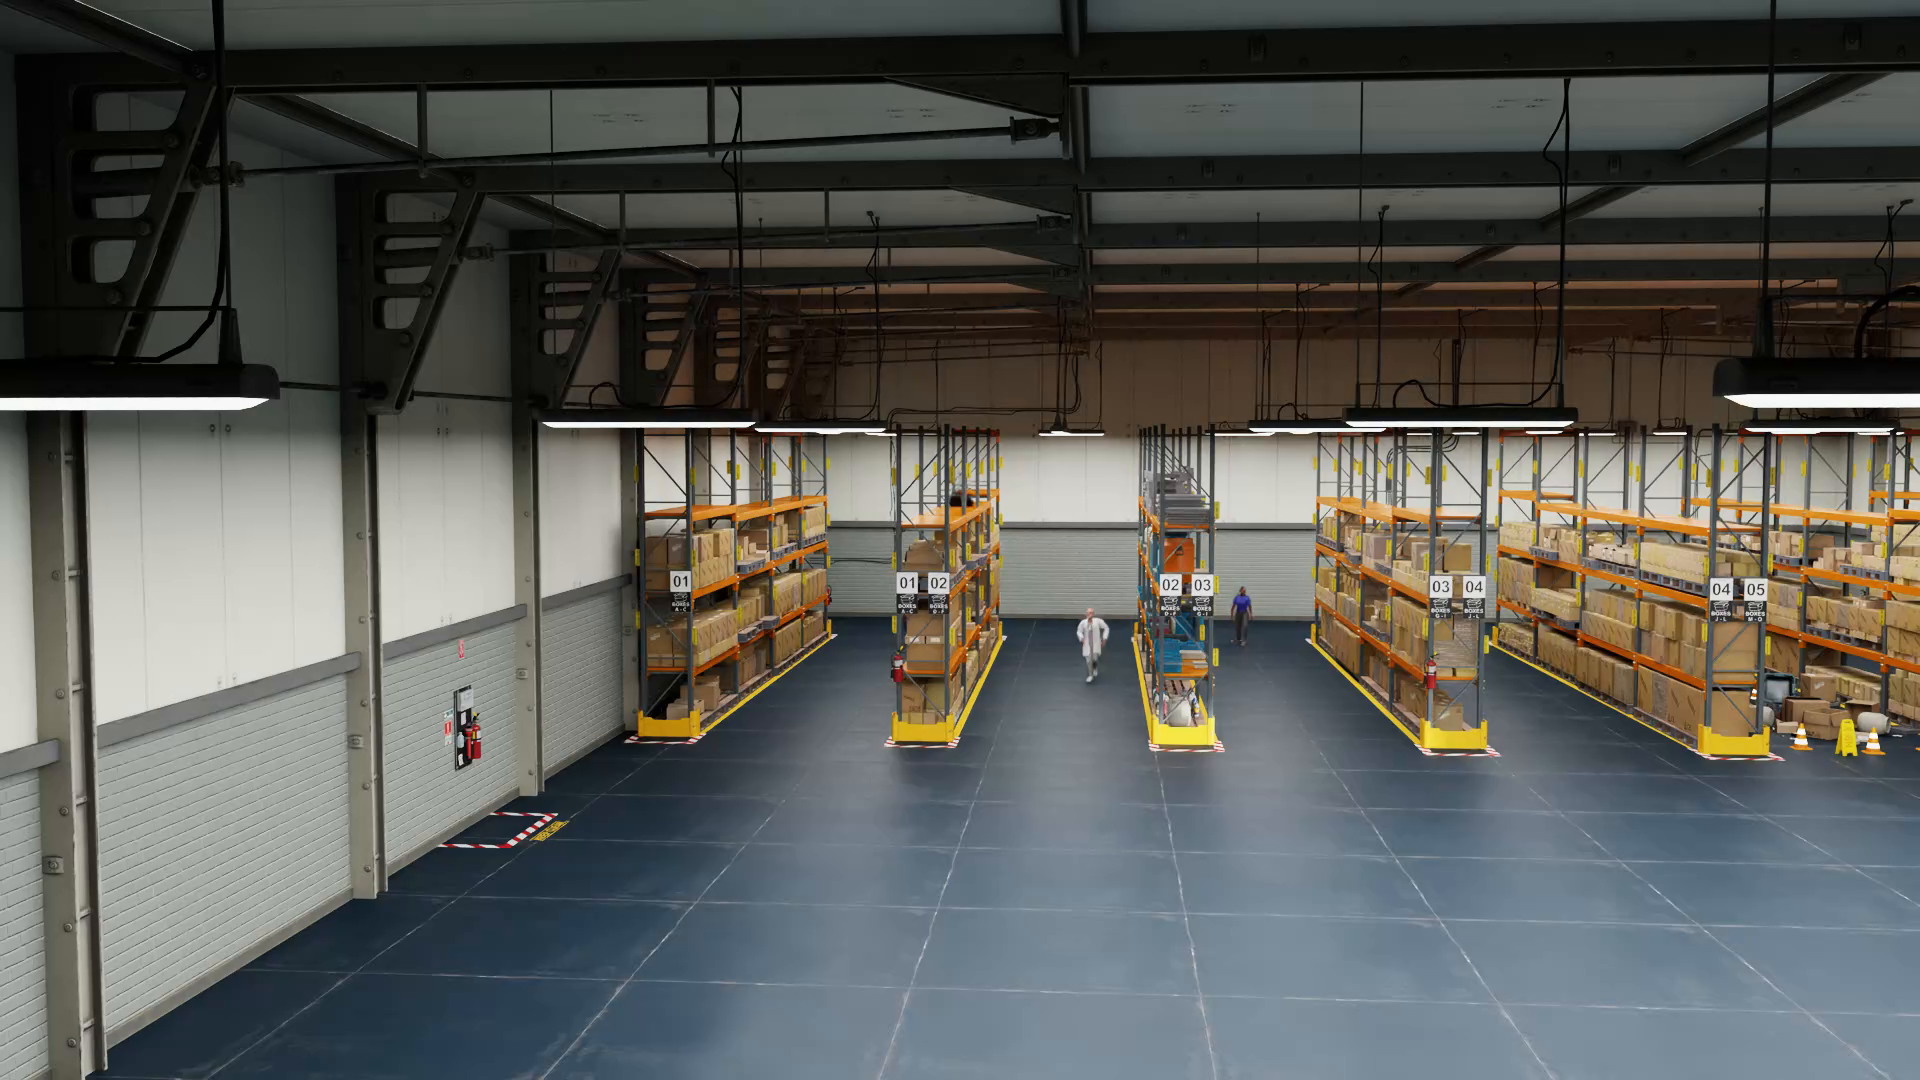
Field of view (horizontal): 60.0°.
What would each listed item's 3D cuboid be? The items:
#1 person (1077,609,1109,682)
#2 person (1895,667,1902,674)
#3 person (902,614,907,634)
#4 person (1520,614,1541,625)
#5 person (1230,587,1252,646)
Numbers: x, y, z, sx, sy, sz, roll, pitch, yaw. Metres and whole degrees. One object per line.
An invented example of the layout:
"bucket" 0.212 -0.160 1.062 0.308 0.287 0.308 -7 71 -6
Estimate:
"person" 3.100 2.481 39.090 0.740 1.735 0.692 1 4 14
"person" 21.198 2.717 36.887 0.693 1.557 1.189 -1 4 -13
"person" -1.407 2.270 45.845 0.529 1.305 0.941 0 3 -2
"person" 16.234 2.002 47.297 0.833 1.747 0.581 -1 4 -11
"person" 7.832 2.096 46.403 0.618 1.618 0.833 2 4 24
